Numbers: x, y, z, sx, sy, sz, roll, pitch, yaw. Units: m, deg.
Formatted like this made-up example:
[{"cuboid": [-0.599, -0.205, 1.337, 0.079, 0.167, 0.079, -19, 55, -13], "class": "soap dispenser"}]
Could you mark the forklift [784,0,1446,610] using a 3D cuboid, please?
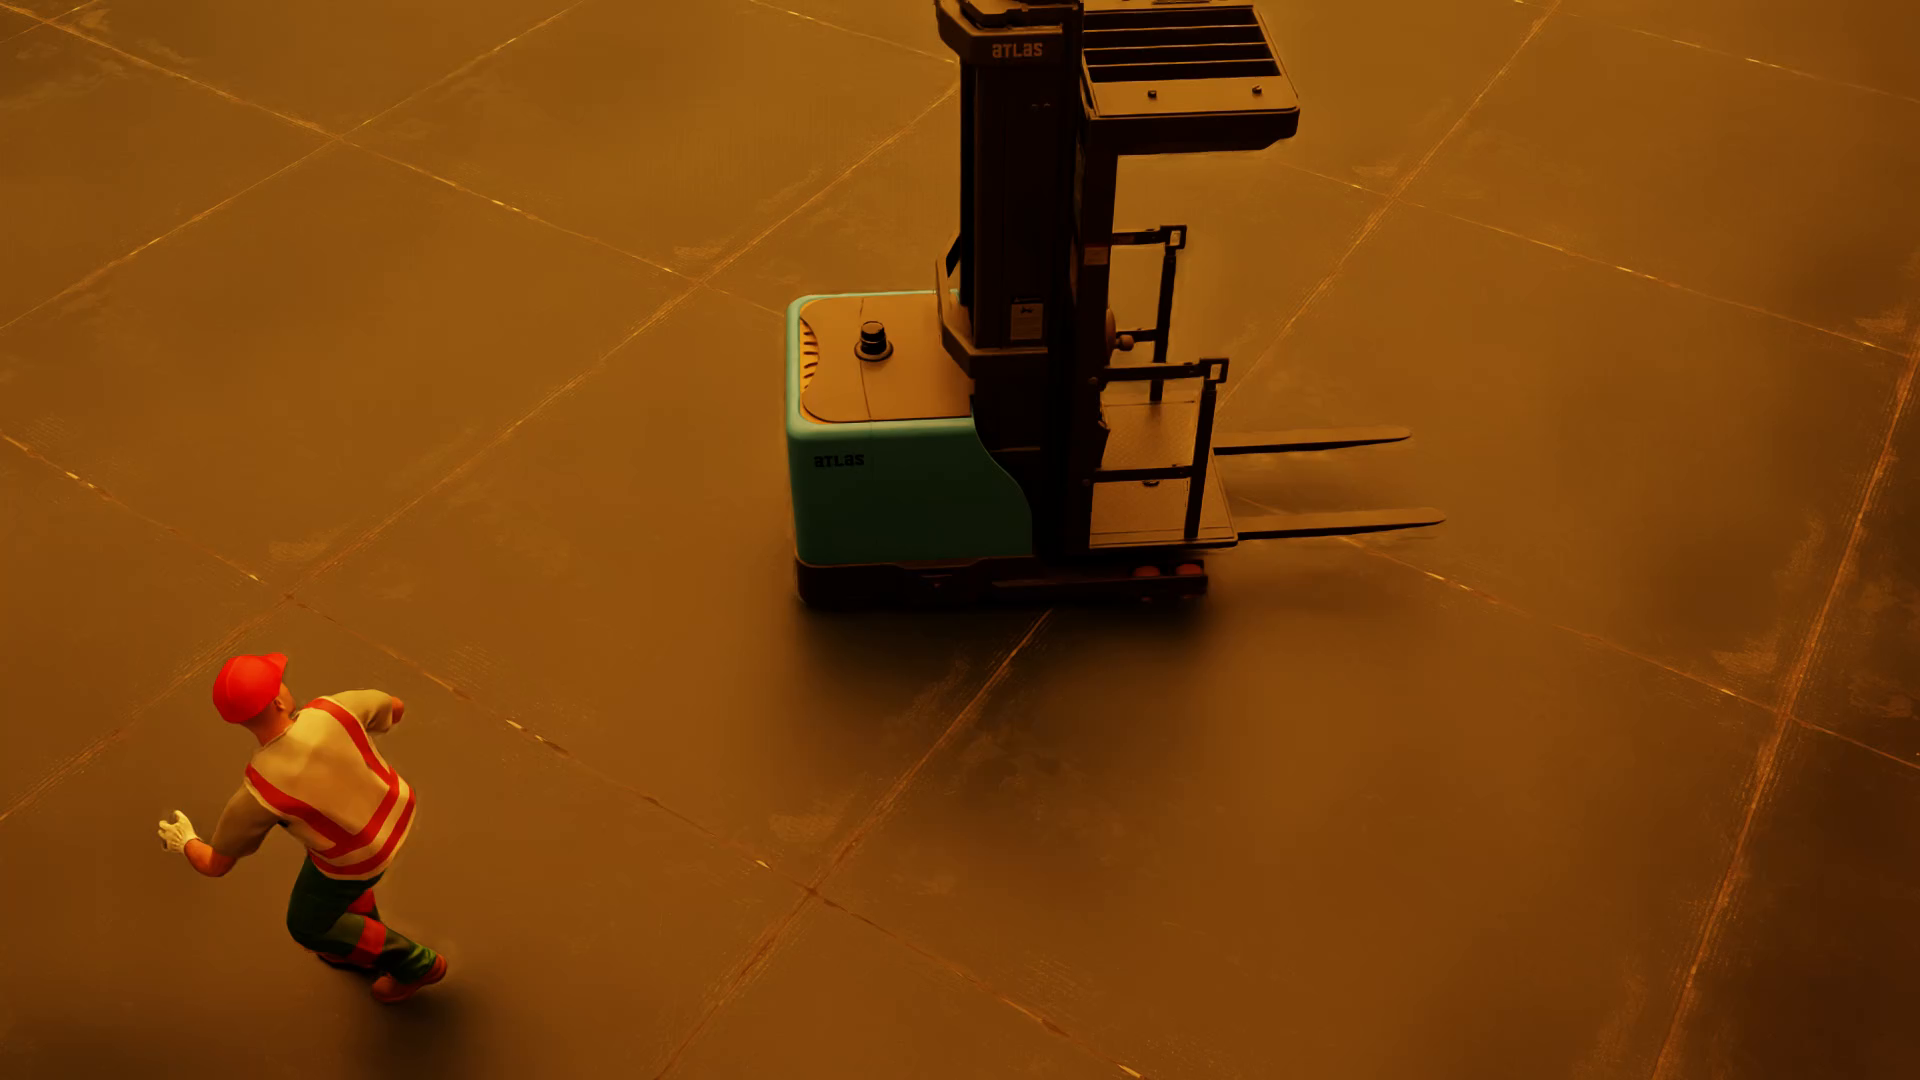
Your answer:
[{"cuboid": [0.735, -1.147, 7.058, 3.031, 2.935, 1.130, -3, 44, -3], "class": "forklift"}]

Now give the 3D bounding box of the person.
[{"cuboid": [-2.253, 0.956, 5.757, 0.784, 1.663, 0.859, 11, 45, 11], "class": "person"}]
